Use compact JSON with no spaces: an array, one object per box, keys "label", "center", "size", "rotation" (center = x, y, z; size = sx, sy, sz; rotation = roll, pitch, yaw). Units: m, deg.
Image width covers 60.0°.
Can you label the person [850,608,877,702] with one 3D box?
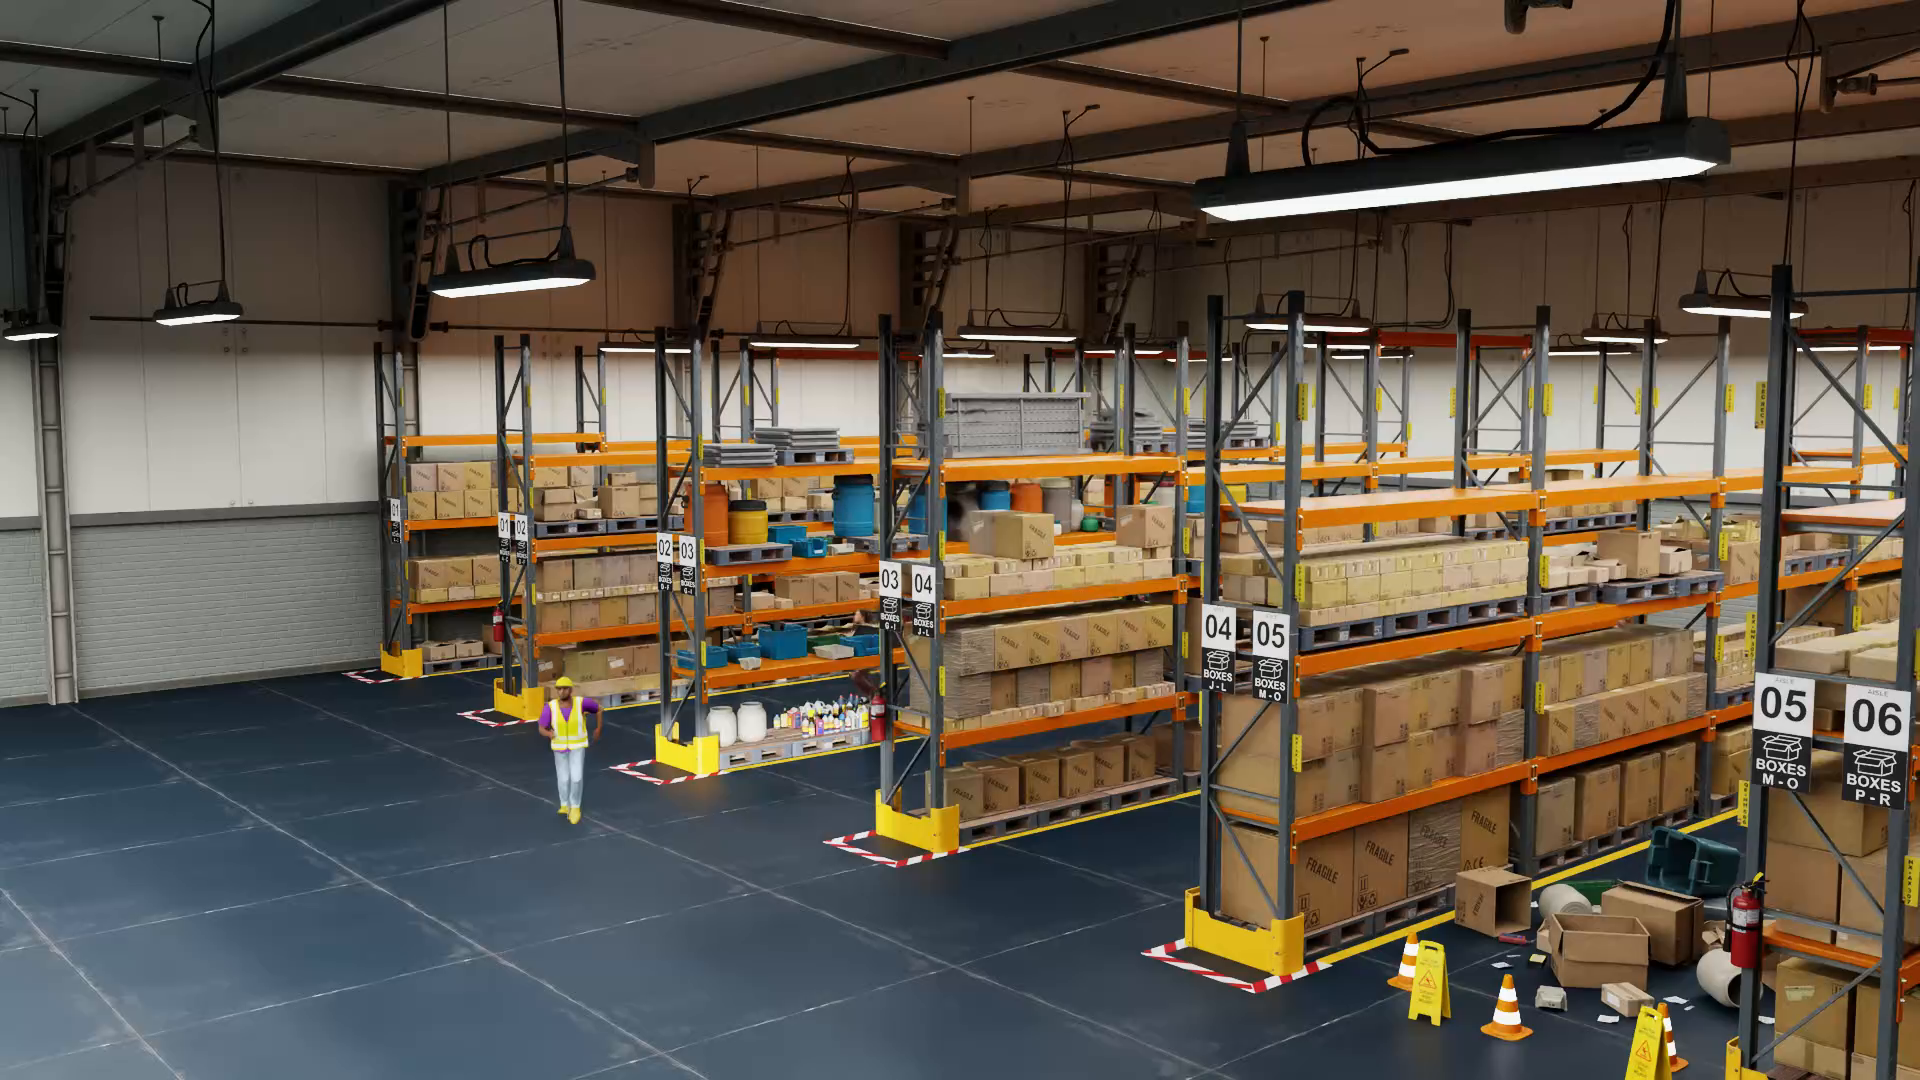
[{"label":"person","center":[-1.542,1.913,26.735],"size":[0.716,1.615,0.596],"rotation":[-4,6,-35]}]

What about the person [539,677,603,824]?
[{"label":"person","center":[-4.631,2.487,19.769],"size":[0.712,1.759,0.859],"rotation":[0,5,-5]}]

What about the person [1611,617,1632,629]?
[{"label":"person","center":[10.397,1.883,26.086],"size":[0.818,1.595,0.624],"rotation":[-5,7,-41]}]
